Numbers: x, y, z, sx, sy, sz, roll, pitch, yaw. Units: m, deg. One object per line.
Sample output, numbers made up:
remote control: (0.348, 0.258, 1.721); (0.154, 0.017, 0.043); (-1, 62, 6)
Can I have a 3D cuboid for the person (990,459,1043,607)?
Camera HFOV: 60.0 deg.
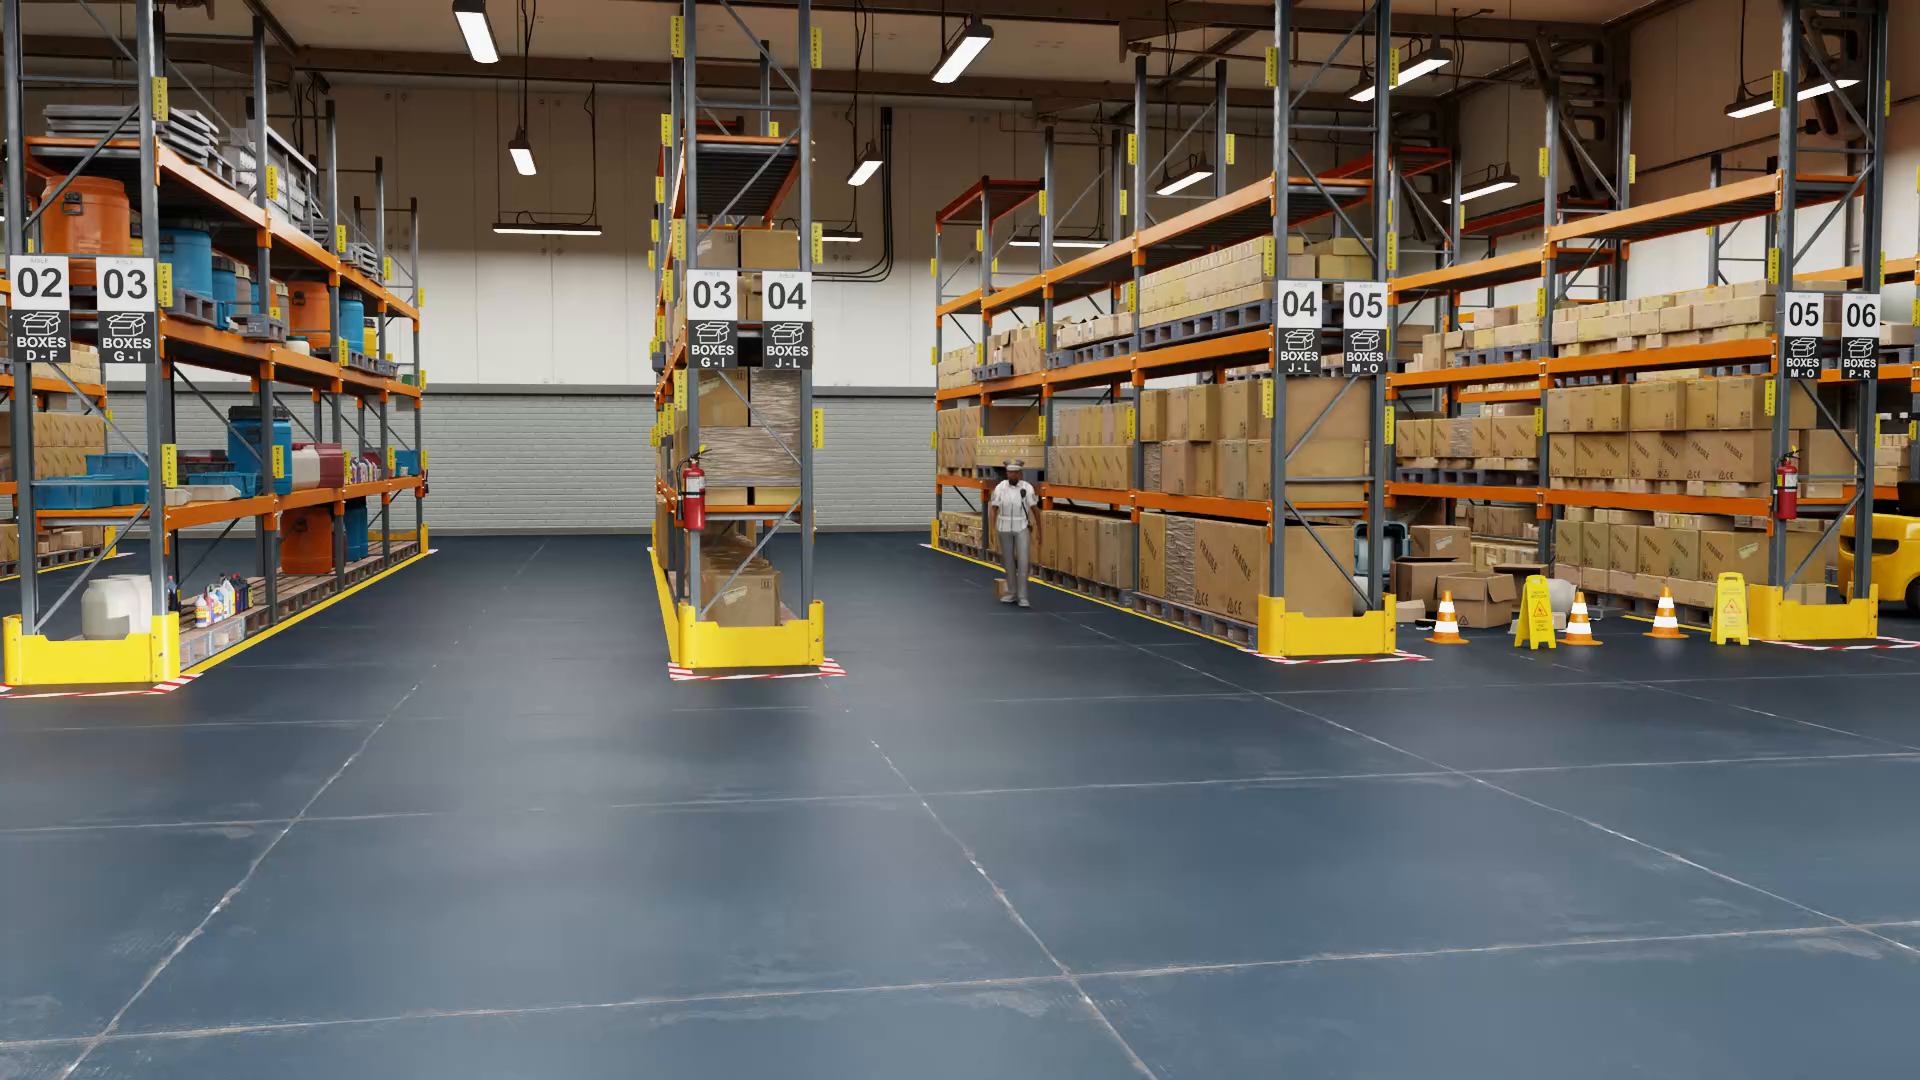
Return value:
person: (0.634, -0.090, 18.684); (0.570, 1.645, 0.694); (1, 3, 13)
